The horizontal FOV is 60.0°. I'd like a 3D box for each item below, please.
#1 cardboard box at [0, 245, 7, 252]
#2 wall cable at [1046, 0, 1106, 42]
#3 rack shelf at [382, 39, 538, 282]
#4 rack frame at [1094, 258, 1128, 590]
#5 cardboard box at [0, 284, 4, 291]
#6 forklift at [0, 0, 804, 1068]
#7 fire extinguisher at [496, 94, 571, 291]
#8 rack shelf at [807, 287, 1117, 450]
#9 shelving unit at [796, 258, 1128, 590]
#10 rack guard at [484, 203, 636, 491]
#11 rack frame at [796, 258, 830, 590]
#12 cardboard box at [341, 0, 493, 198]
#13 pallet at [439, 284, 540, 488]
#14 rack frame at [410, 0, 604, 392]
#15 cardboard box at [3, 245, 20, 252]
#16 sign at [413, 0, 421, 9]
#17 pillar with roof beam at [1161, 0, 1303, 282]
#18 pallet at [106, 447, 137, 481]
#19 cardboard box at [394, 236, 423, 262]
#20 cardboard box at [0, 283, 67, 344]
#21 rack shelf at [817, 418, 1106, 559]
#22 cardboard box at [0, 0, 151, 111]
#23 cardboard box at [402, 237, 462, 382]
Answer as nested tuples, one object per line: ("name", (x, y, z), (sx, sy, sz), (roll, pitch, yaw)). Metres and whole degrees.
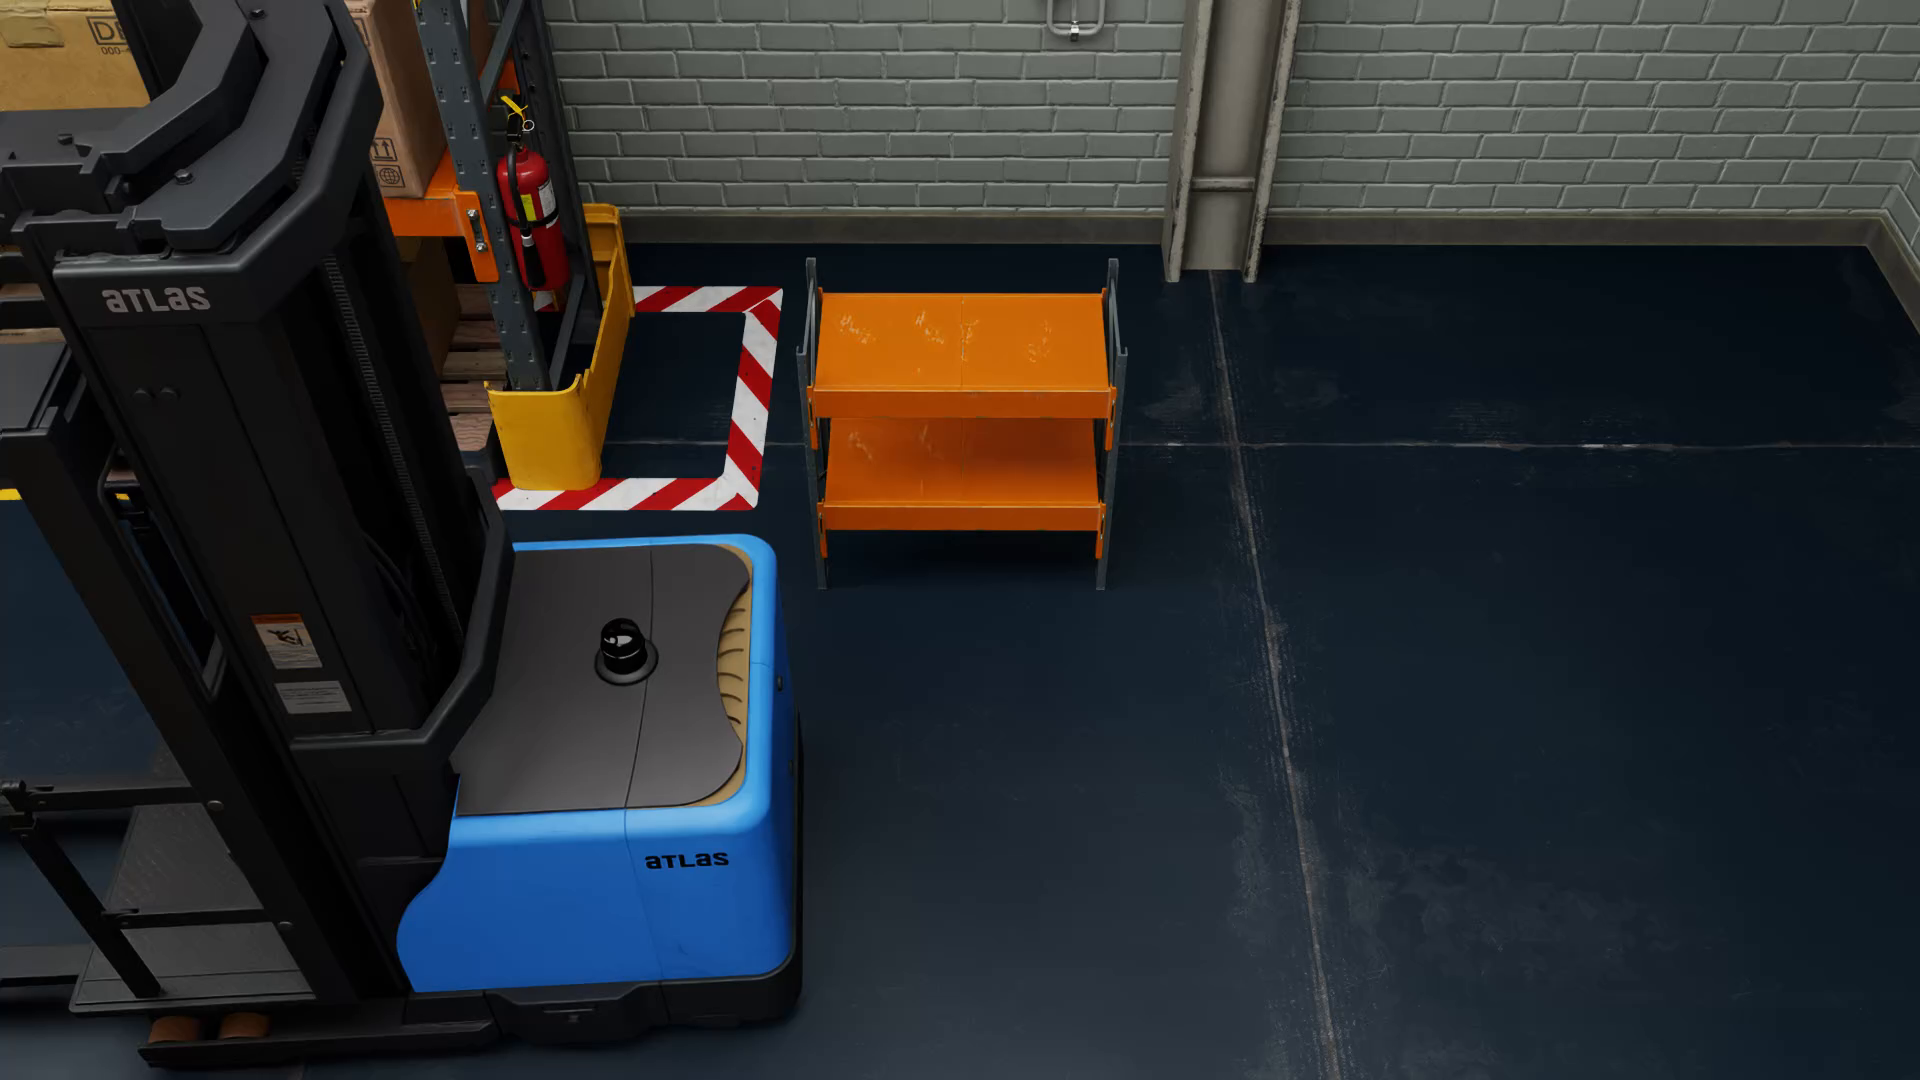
("cardboard box", (-3.693, -1.232, 6.325), (0.250, 0.149, 0.380), (-1, 47, -1))
("wall cable", (-0.313, -2.677, 5.998), (1.851, 1.984, 0.084), (0, 47, 0))
("rack shelf", (-3.597, -1.402, 5.997), (4.000, 0.370, 1.077), (0, 47, 0))
("rack frame", (0.515, -0.382, 5.837), (0.032, 1.125, 0.500), (0, 47, 0))
("cardboard box", (-3.834, -0.860, 6.422), (0.500, 0.500, 0.700), (1, 47, 1))
("forklift", (-2.004, 0.124, 4.132), (3.031, 2.935, 1.130), (-2, 47, -2))
("fire extinguisher", (-1.448, -1.150, 5.579), (0.183, 0.674, 0.296), (0, 47, 0))
("rack shelf", (0.007, -0.583, 5.624), (1.000, 0.278, 0.538), (0, 47, 0))
("shelving unit", (0.007, -0.383, 5.838), (1.048, 1.125, 0.538), (0, 47, 0))
("rack guard", (-1.573, -0.790, 6.644), (0.348, 0.500, 1.175), (0, 47, 0))
("rack frame", (-0.502, -0.385, 5.840), (0.032, 1.125, 0.500), (0, 47, 0))
("cardboard box", (-2.107, -1.738, 5.614), (0.700, 0.700, 0.980), (2, 47, 2))
("pallet", (-2.397, -0.637, 6.699), (1.213, 0.211, 1.003), (0, 47, 0))
("rack frame", (-1.597, -1.642, 5.729), (0.127, 3.000, 1.000), (0, 47, 0))
("cardboard box", (-3.440, -1.231, 6.325), (0.250, 0.149, 0.380), (1, 47, 1))
("sign", (-1.613, -1.720, 4.849), (0.005, 0.325, 0.100), (0, 47, 0))
("pillar with roof beam", (1.090, -1.161, 1.183), (0.400, 9.000, 9.100), (0, 47, 0))
("pallet", (-3.614, -0.642, 6.704), (1.213, 0.211, 1.003), (0, 47, 0))
("cardboard box", (-2.172, -1.229, 6.323), (0.250, 0.149, 0.380), (0, 47, 0))
("cardboard box", (-3.301, -0.864, 6.426), (0.500, 0.500, 0.700), (-1, 47, -1))
("rack shelf", (0.007, -0.217, 6.017), (1.000, 0.278, 0.538), (0, 47, 0))
("cardboard box", (-2.835, -1.732, 5.608), (0.700, 0.700, 0.980), (0, 47, 0))
("cardboard box", (-2.298, -0.862, 6.424), (0.500, 0.500, 0.700), (0, 47, 0))
